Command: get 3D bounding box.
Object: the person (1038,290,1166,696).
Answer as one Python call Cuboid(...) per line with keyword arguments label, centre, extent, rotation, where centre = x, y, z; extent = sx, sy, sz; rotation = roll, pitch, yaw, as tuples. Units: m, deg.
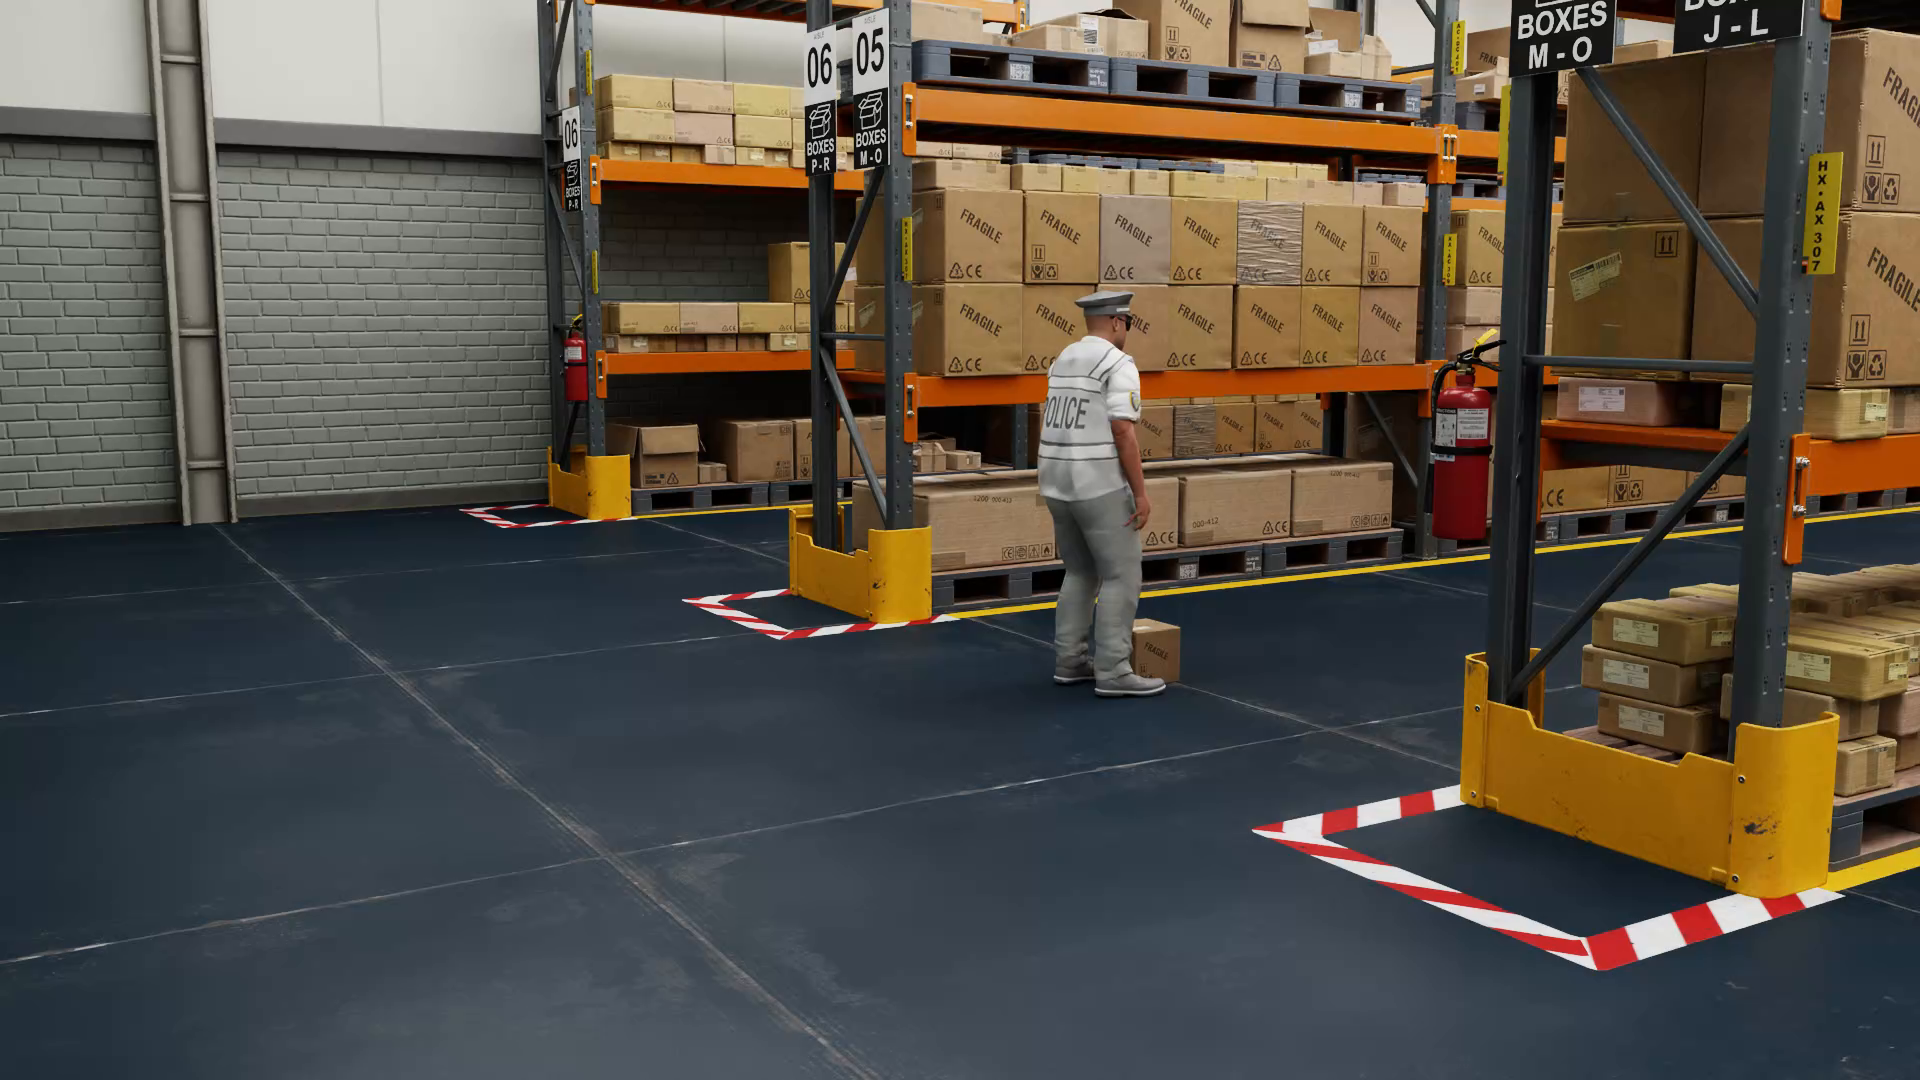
Cuboid(label="person", centre=(0.586, -0.213, 7.291), extent=(0.436, 1.749, 0.606), rotation=(-6, 10, -34))
